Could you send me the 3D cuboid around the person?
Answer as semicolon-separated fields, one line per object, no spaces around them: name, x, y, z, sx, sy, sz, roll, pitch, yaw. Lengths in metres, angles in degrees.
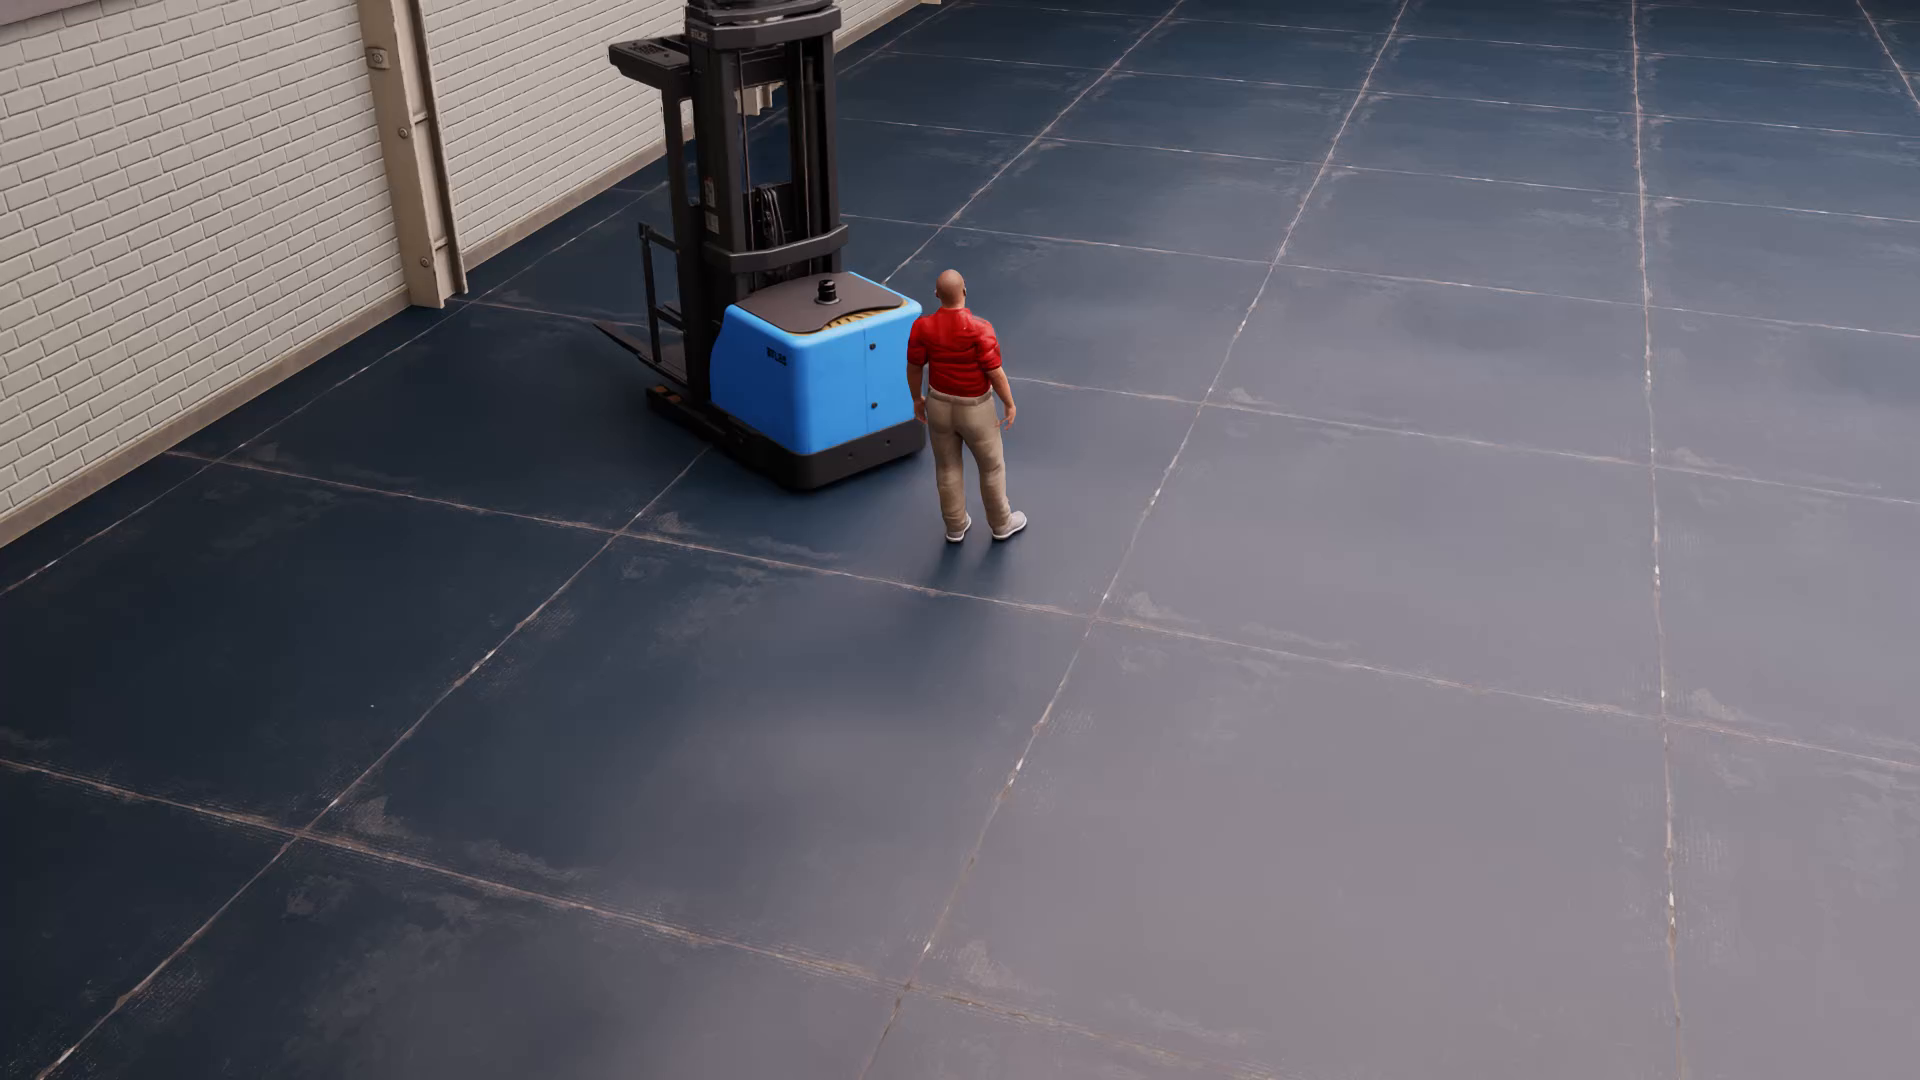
person;0.040;-0.798;9.735;0.641;1.728;0.550;10;31;16

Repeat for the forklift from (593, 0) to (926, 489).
forklift;-1.550;-2.254;11.091;1.130;2.935;3.031;-22;37;-34
